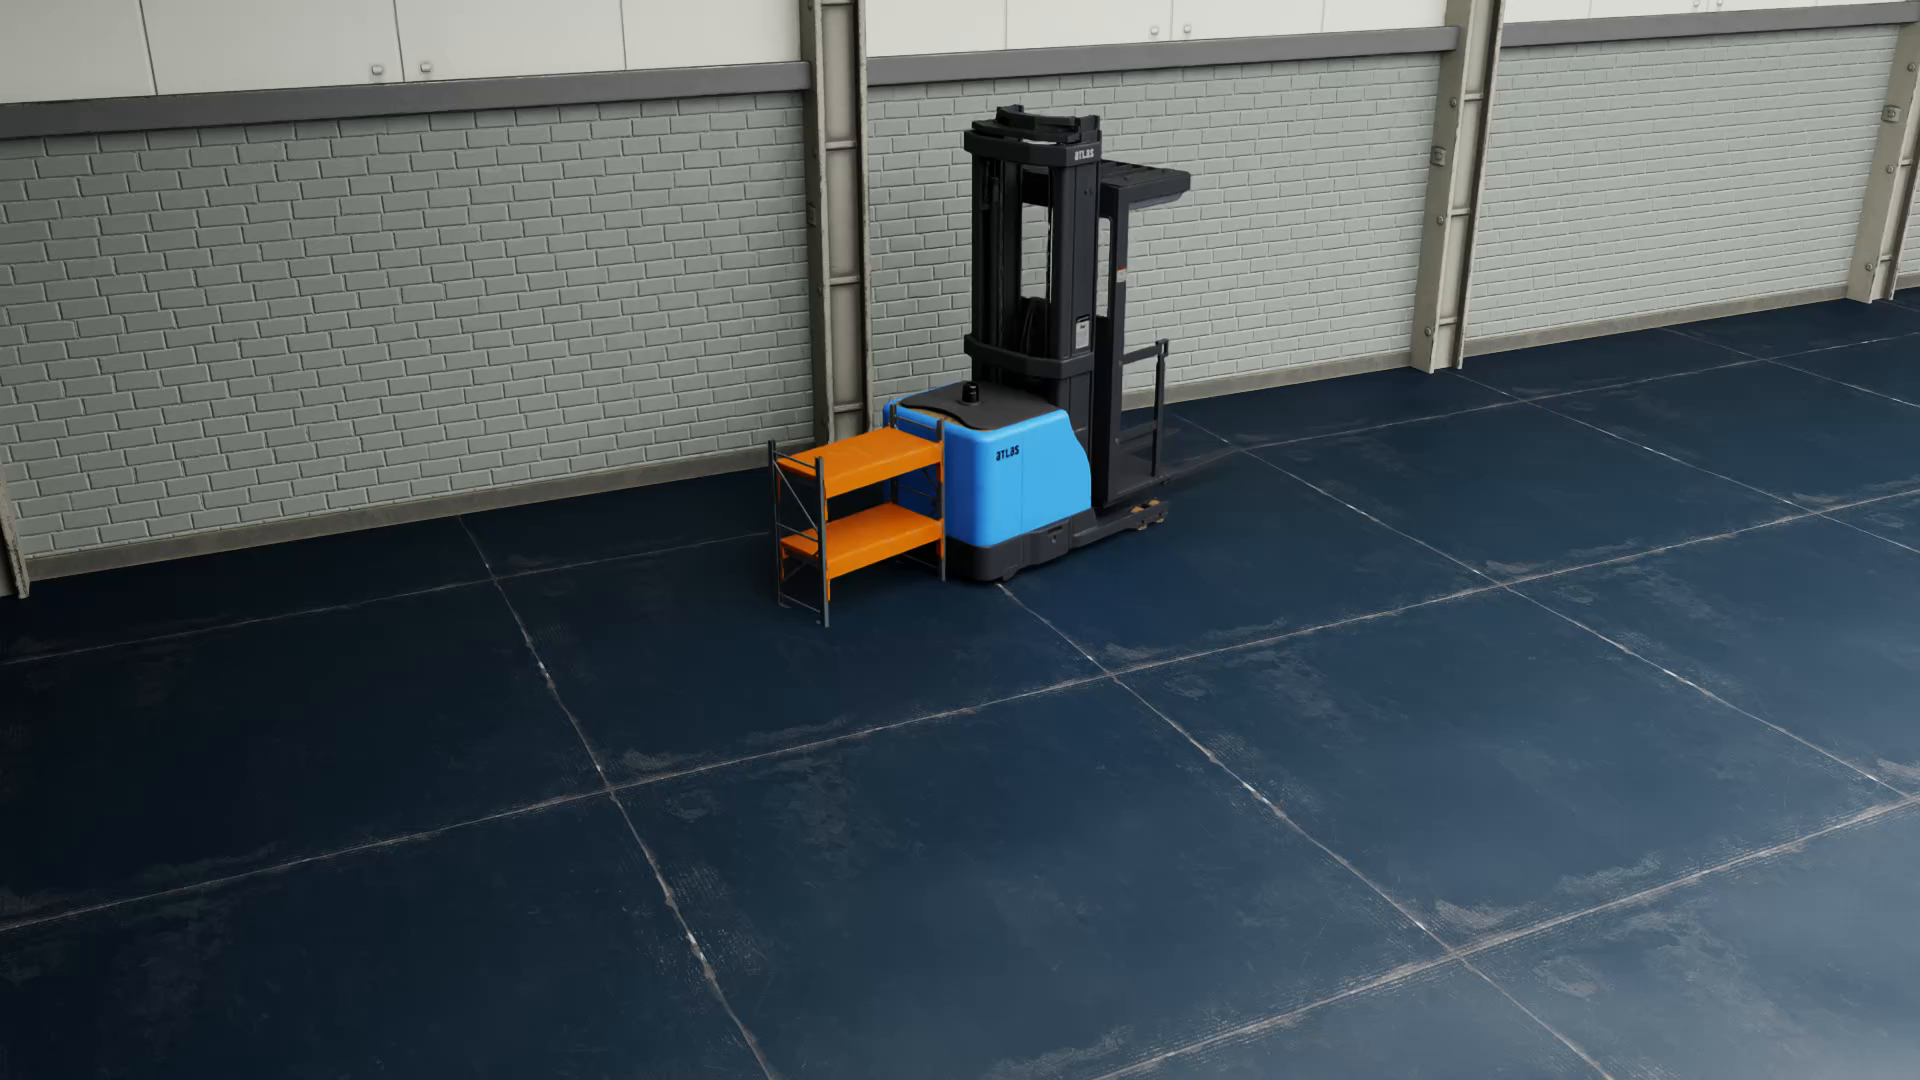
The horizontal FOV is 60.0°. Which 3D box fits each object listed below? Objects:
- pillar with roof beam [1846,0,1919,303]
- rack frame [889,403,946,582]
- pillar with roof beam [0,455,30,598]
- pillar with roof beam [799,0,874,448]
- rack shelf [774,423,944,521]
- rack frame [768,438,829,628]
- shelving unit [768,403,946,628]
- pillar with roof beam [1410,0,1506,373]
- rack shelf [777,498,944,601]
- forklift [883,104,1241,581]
[{"bbox_3d":[11.759,-5.308,12.807,0.400,9.000,9.100,-10,25,-24],"label":"pillar with roof beam"},{"bbox_3d":[-0.281,-0.312,11.032,0.032,1.125,0.500,-21,30,-40],"label":"rack frame"},{"bbox_3d":[-4.460,-2.322,5.594,0.400,9.000,9.100,-10,25,-24],"label":"pillar with roof beam"},{"bbox_3d":[0.946,-3.317,7.998,0.400,9.000,9.100,-10,25,-24],"label":"pillar with roof beam"},{"bbox_3d":[-0.645,-0.446,10.592,1.000,0.278,0.538,-21,30,-40],"label":"rack shelf"},{"bbox_3d":[-1.008,-0.040,10.375,0.032,1.125,0.500,-21,30,-40],"label":"rack frame"},{"bbox_3d":[-0.645,-0.176,10.704,1.048,1.125,0.538,-21,30,-40],"label":"shelving unit"},{"bbox_3d":[6.353,-4.313,10.403,0.400,9.000,9.100,-10,25,-24],"label":"pillar with roof beam"},{"bbox_3d":[-0.645,0.050,10.797,1.000,0.278,0.538,-21,30,-40],"label":"rack shelf"},{"bbox_3d":[0.869,-1.549,11.659,3.031,2.935,1.130,-21,30,-40],"label":"forklift"}]
